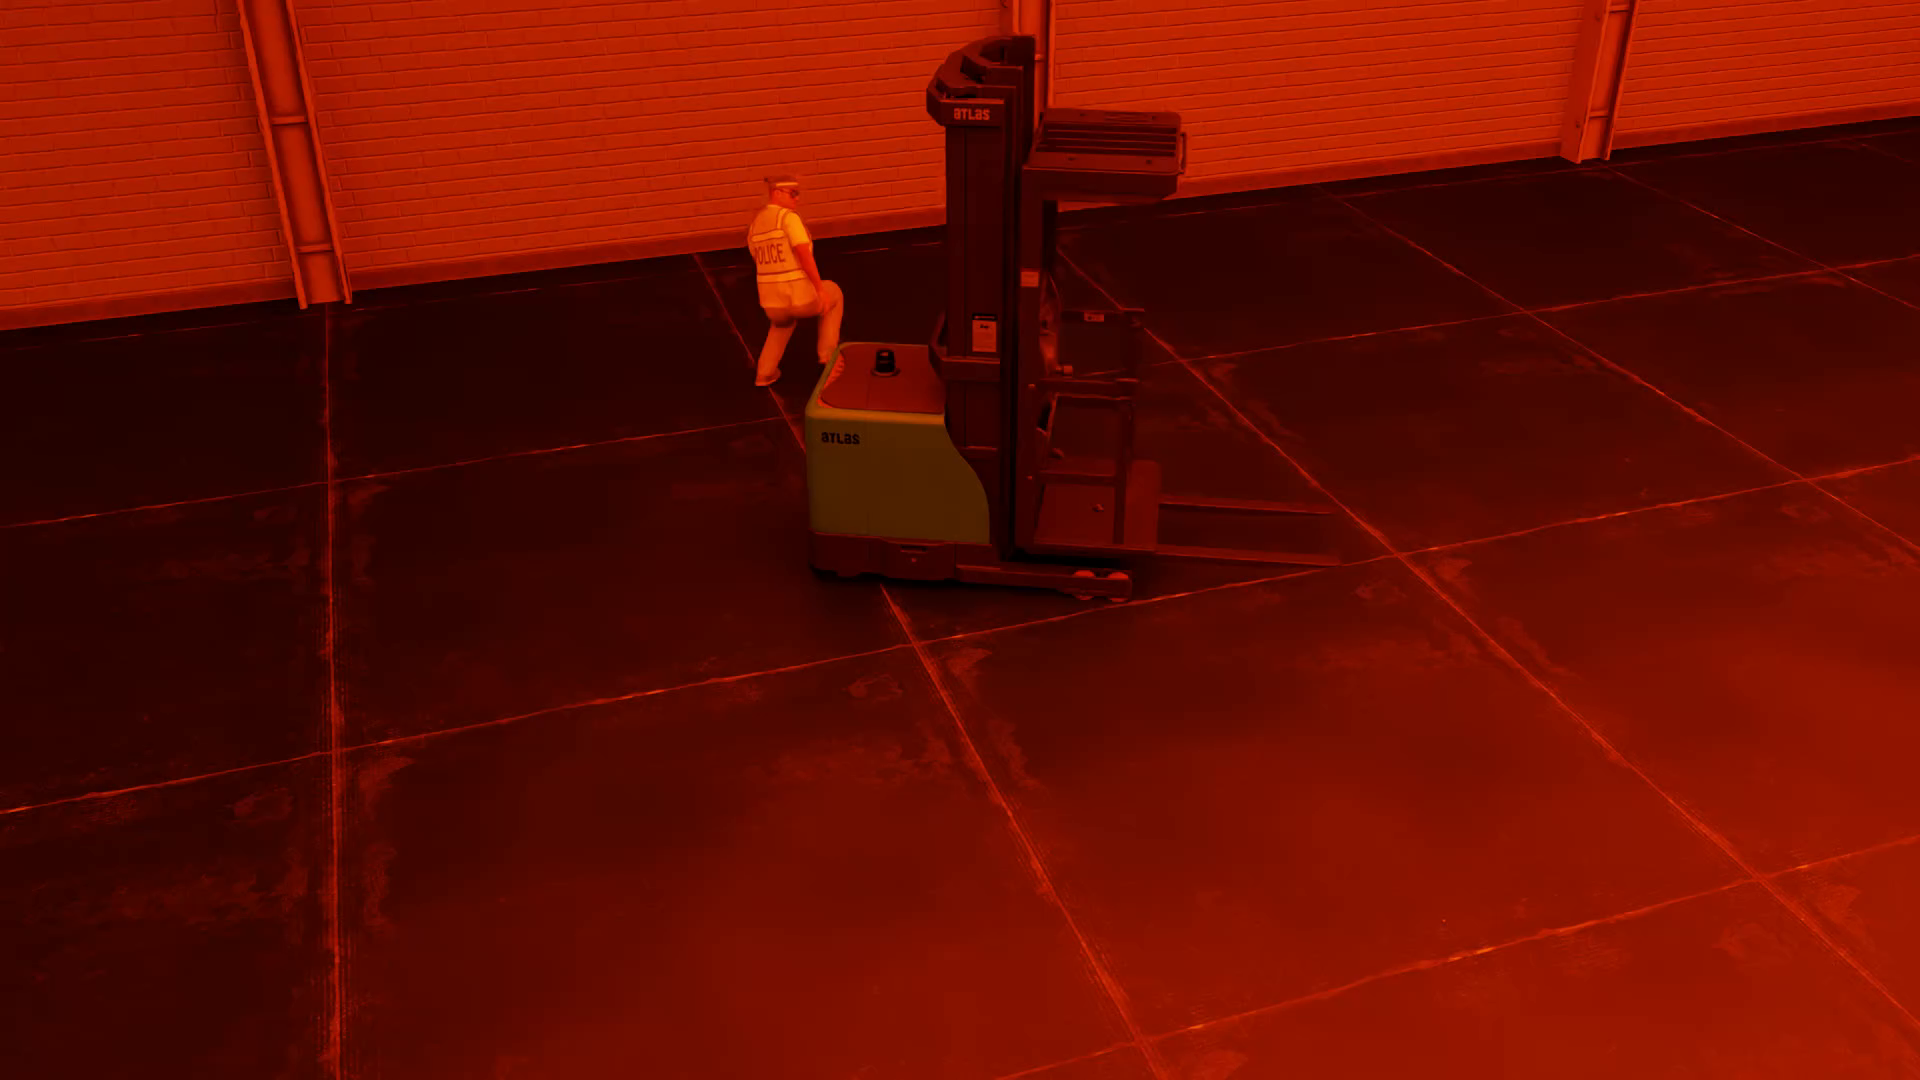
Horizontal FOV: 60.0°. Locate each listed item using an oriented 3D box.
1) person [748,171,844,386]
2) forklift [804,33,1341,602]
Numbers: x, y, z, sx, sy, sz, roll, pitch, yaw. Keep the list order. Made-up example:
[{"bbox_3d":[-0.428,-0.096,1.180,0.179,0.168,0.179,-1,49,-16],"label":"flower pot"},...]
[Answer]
[{"bbox_3d":[-1.125,-1.812,11.666,0.780,1.549,0.740,13,32,22],"label":"person"},{"bbox_3d":[0.683,-1.201,9.175,3.031,2.935,1.130,4,30,7],"label":"forklift"}]
